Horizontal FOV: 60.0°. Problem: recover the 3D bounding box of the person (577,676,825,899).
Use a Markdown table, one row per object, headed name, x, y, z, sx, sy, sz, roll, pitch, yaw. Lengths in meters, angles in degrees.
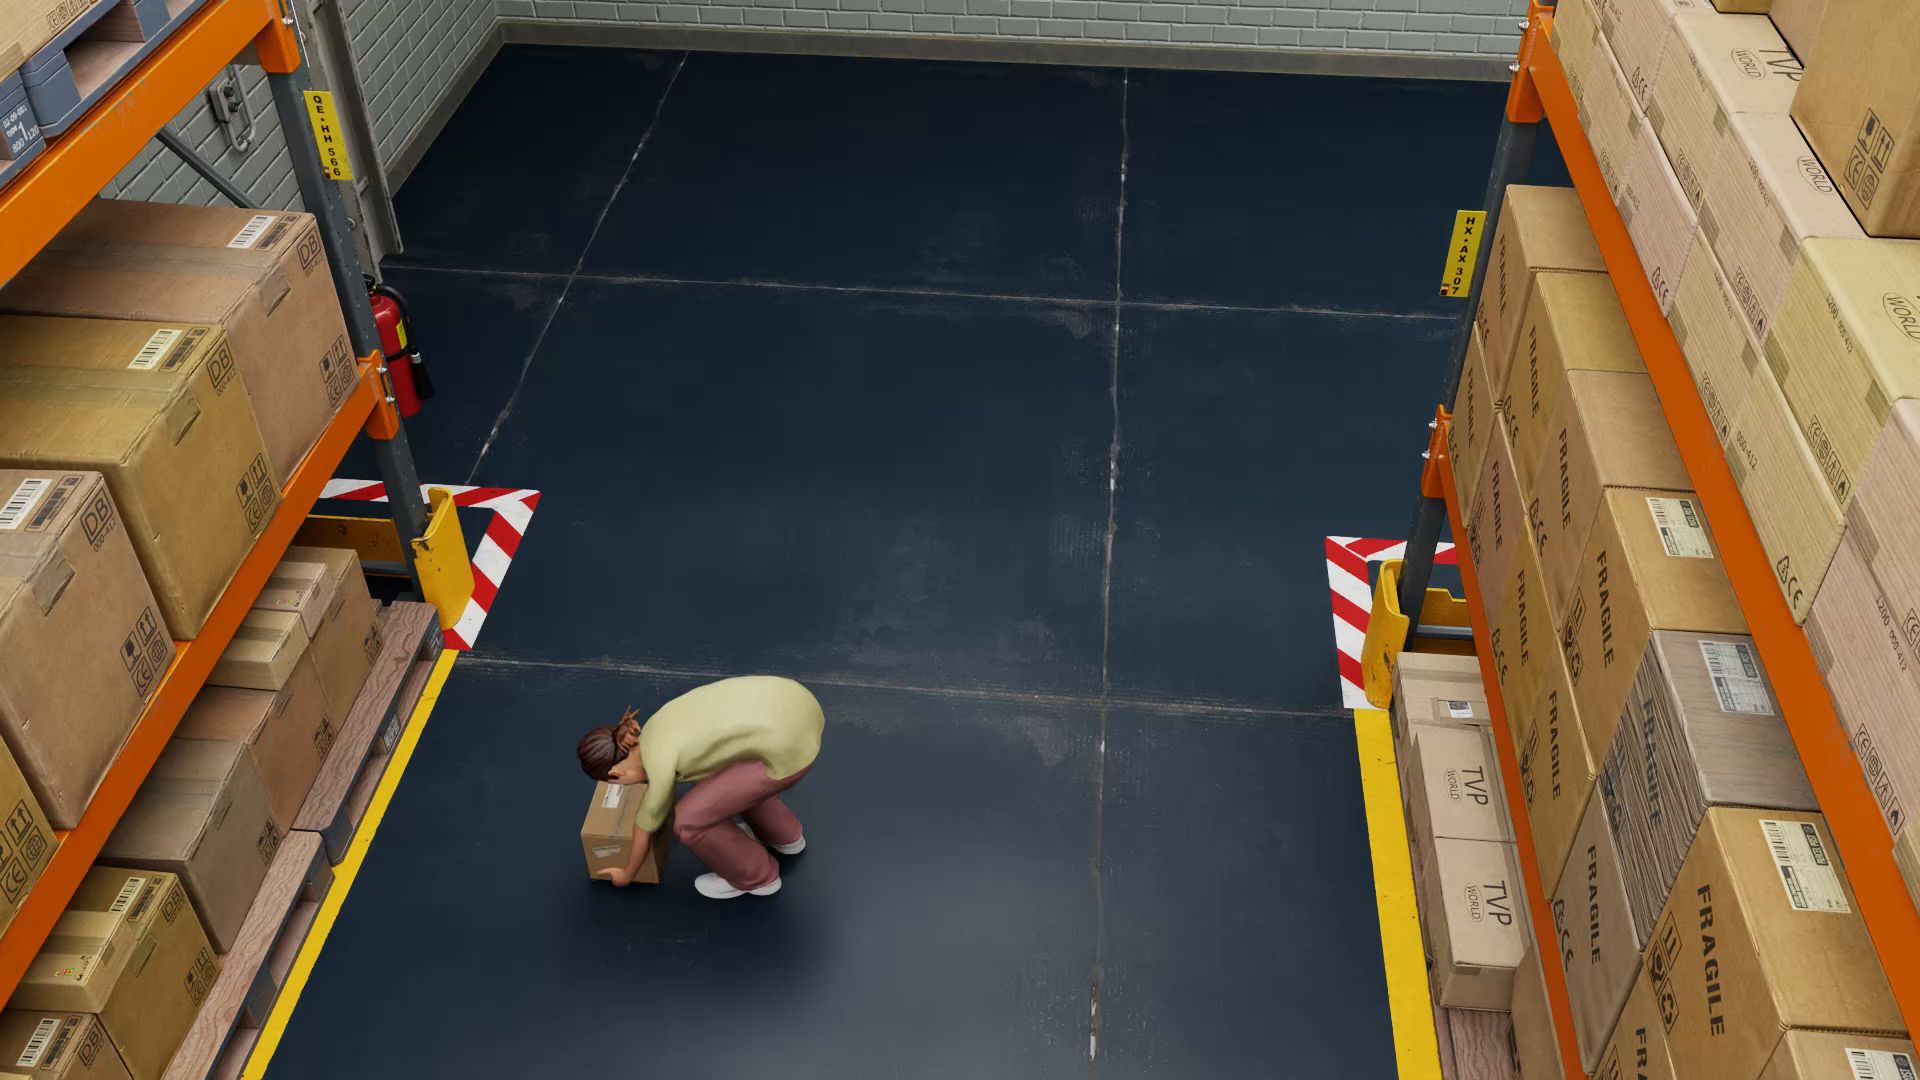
| name | x | y | z | sx | sy | sz | roll | pitch | yaw |
| --- | --- | --- | --- | --- | --- | --- | --- | --- | --- |
| person | -0.882 | 0.850 | 5.768 | 0.848 | 0.878 | 0.460 | 1 | 40 | 2 |
